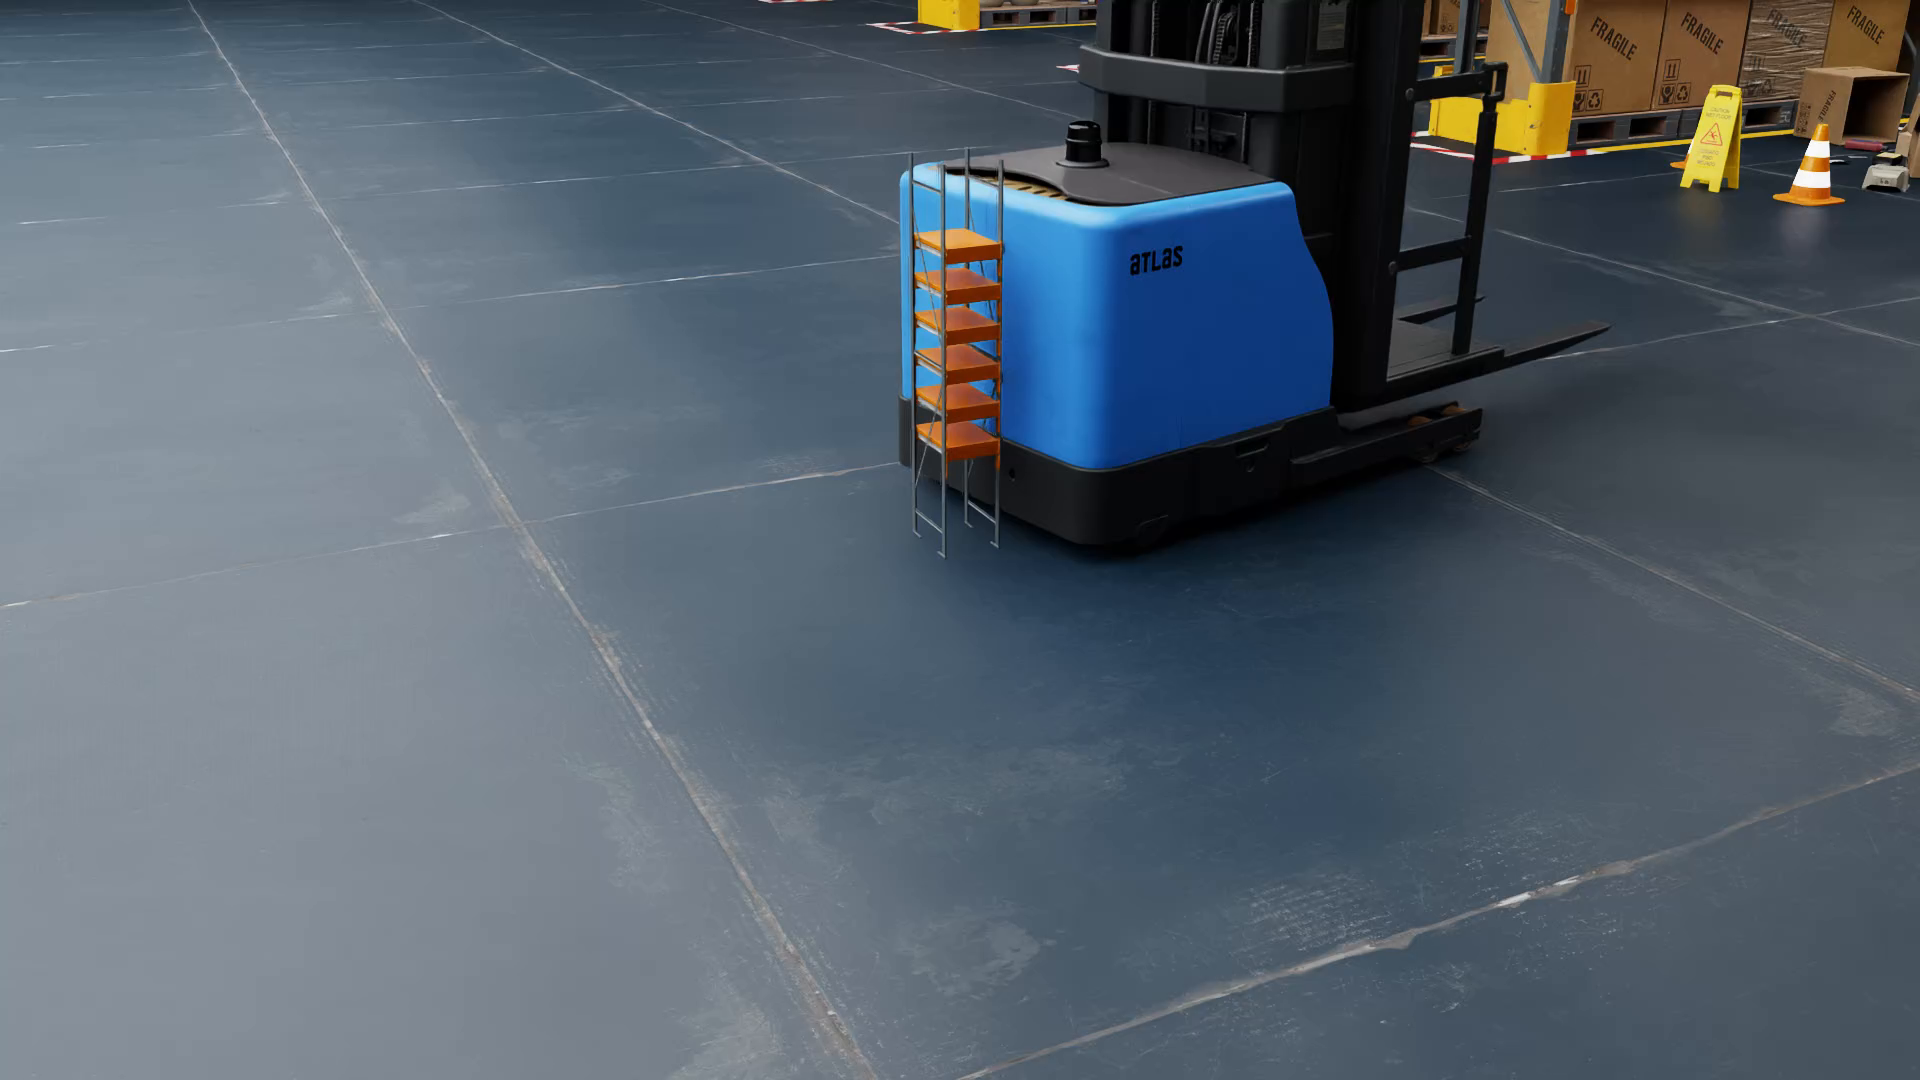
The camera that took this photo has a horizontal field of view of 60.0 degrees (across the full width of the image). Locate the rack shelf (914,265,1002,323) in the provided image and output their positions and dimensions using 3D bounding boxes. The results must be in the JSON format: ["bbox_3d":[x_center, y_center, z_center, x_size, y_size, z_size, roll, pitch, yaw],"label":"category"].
[{"bbox_3d":[-0.013,-0.733,4.940,0.180,0.103,0.258,-10,25,-24],"label":"rack shelf"}]

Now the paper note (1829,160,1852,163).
[{"bbox_3d":[6.124,-2.647,11.607,0.142,0.017,0.144,-2,23,-5],"label":"paper note"}]

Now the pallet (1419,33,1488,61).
[{"bbox_3d":[4.967,-5.329,17.849,1.213,0.211,1.003,-10,25,-24],"label":"pallet"}]

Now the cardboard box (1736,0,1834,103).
[{"bbox_3d":[6.209,-3.997,13.212,0.875,0.875,0.875,-10,25,-23],"label":"cardboard box"}]

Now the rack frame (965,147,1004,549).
[{"bbox_3d":[0.069,-0.567,5.051,0.006,1.200,0.240,-10,25,-24],"label":"rack frame"}]

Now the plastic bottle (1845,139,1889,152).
[{"bbox_3d":[6.612,-2.868,12.100,0.283,0.061,0.133,20,30,40],"label":"plastic bottle"}]

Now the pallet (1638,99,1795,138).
[{"bbox_3d":[5.797,-3.424,13.245,1.213,0.211,1.003,-10,25,-24],"label":"pallet"}]

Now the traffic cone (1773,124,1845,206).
[{"bbox_3d":[5.291,-2.332,10.280,0.334,0.463,0.336,-10,25,-24],"label":"traffic cone"}]

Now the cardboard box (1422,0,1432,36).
[{"bbox_3d":[4.666,-5.630,17.649,0.500,0.500,0.500,-3,23,-7],"label":"cardboard box"}]

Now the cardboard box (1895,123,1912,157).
[{"bbox_3d":[6.867,-2.832,11.745,0.258,0.266,0.396,-6,23,-14],"label":"cardboard box"}]

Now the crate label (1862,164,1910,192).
[{"bbox_3d":[5.972,-2.334,10.709,0.250,0.136,0.298,15,27,31],"label":"crate label"}]

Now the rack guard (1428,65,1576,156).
[{"bbox_3d":[3.991,-3.193,12.309,0.348,0.500,1.175,-10,25,-24],"label":"rack guard"}]

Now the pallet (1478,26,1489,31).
[{"bbox_3d":[6.258,-5.583,18.460,1.213,0.211,1.003,-10,25,-24],"label":"pallet"}]

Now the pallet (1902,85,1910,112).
[{"bbox_3d":[8.280,-3.881,14.349,1.213,0.211,1.003,-10,25,-24],"label":"pallet"}]

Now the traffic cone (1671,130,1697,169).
[{"bbox_3d":[5.107,-2.778,11.357,0.334,0.463,0.336,-10,25,-24],"label":"traffic cone"}]

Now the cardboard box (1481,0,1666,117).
[{"bbox_3d":[4.595,-3.699,12.494,0.875,0.875,0.875,-10,25,-23],"label":"cardboard box"}]

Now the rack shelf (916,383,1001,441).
[{"bbox_3d":[-0.013,-0.400,5.078,0.180,0.103,0.258,-10,25,-24],"label":"rack shelf"}]

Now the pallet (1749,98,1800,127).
[{"bbox_3d":[6.898,-3.628,13.738,1.213,0.211,1.003,-10,25,-24],"label":"pallet"}]

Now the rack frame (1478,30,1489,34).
[{"bbox_3d":[5.557,-6.741,17.614,0.127,3.000,1.000,-10,25,-24],"label":"rack frame"}]

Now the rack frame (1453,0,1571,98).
[{"bbox_3d":[4.013,-4.352,11.841,0.127,3.000,1.000,-10,25,-24],"label":"rack frame"}]

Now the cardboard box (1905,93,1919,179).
[{"bbox_3d":[6.735,-2.673,11.049,0.797,0.503,0.637,10,24,22],"label":"cardboard box"}]

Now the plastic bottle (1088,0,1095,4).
[{"bbox_3d":[1.667,-6.906,21.094,0.097,0.201,0.097,0,22,0],"label":"plastic bottle"}]

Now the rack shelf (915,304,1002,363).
[{"bbox_3d":[-0.013,-0.622,4.986,0.180,0.103,0.258,-10,25,-24],"label":"rack shelf"}]

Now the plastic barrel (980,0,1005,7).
[{"bbox_3d":[0.364,-6.965,20.857,0.421,0.512,0.421,0,22,0],"label":"plastic barrel"}]

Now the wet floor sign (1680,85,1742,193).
[{"bbox_3d":[4.845,-2.577,10.631,0.232,0.644,0.267,-15,27,-33],"label":"wet floor sign"}]

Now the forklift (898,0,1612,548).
[{"bbox_3d":[1.263,-1.769,5.691,3.031,2.935,1.130,-17,28,-35],"label":"forklift"}]

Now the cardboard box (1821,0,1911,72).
[{"bbox_3d":[7.020,-4.147,13.576,0.875,0.875,0.875,-10,25,-23],"label":"cardboard box"}]

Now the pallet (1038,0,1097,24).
[{"bbox_3d":[1.685,-6.859,21.544,1.213,0.211,1.003,-10,25,-24],"label":"pallet"}]

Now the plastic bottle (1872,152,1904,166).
[{"bbox_3d":[6.473,-2.657,11.588,0.133,0.061,0.283,20,30,40],"label":"plastic bottle"}]

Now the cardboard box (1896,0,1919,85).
[{"bbox_3d":[8.137,-4.304,14.118,0.750,0.750,1.050,-11,25,-24],"label":"cardboard box"}]

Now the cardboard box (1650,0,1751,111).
[{"bbox_3d":[5.387,-3.846,12.848,0.875,0.875,0.875,-11,25,-24],"label":"cardboard box"}]

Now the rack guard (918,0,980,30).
[{"bbox_3d":[-0.147,-6.659,20.682,0.348,0.500,1.175,-10,25,-24],"label":"rack guard"}]

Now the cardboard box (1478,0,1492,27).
[{"bbox_3d":[6.119,-5.884,18.236,0.500,0.500,0.700,-13,26,-28],"label":"cardboard box"}]

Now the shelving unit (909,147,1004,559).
[{"bbox_3d":[-0.013,-0.552,5.015,0.189,1.200,0.258,-10,25,-24],"label":"shelving unit"}]

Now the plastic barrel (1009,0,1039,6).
[{"bbox_3d":[0.816,-7.048,21.058,0.421,0.512,0.421,0,22,0],"label":"plastic barrel"}]

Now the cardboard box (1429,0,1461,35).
[{"bbox_3d":[5.179,-5.728,17.885,0.500,0.500,0.500,-11,25,-25],"label":"cardboard box"}]

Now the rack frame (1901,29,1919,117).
[{"bbox_3d":[7.617,-5.015,13.444,0.127,3.000,1.000,-10,25,-24],"label":"rack frame"}]

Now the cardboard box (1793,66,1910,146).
[{"bbox_3d":[6.663,-3.250,12.445,0.500,0.500,0.500,-6,23,-14],"label":"cardboard box"}]

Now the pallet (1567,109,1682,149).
[{"bbox_3d":[4.699,-3.223,12.760,1.213,0.211,1.003,-10,25,-24],"label":"pallet"}]

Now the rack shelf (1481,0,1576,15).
[{"bbox_3d":[5.815,-4.351,12.780,4.000,0.370,1.077,-10,25,-24],"label":"rack shelf"}]

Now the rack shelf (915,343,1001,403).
[{"bbox_3d":[-0.013,-0.511,5.032,0.180,0.103,0.258,-10,25,-24],"label":"rack shelf"}]

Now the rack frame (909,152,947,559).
[{"bbox_3d":[-0.095,-0.537,4.978,0.006,1.200,0.240,-10,25,-24],"label":"rack frame"}]

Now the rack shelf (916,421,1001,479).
[{"bbox_3d":[-0.013,-0.289,5.124,0.180,0.103,0.258,-10,25,-24],"label":"rack shelf"}]

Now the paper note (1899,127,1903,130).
[{"bbox_3d":[7.404,-3.220,12.988,0.147,0.020,0.142,10,24,22],"label":"paper note"}]

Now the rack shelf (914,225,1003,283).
[{"bbox_3d":[-0.013,-0.844,4.894,0.180,0.103,0.258,-10,25,-24],"label":"rack shelf"}]

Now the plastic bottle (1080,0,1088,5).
[{"bbox_3d":[1.573,-6.921,21.039,0.097,0.271,0.097,0,22,0],"label":"plastic bottle"}]

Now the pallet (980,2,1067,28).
[{"bbox_3d":[0.587,-6.658,21.059,1.213,0.211,1.003,-10,25,-24],"label":"pallet"}]

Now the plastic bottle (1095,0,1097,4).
[{"bbox_3d":[1.785,-6.958,21.113,0.133,0.283,0.061,-10,25,-23],"label":"plastic bottle"}]
